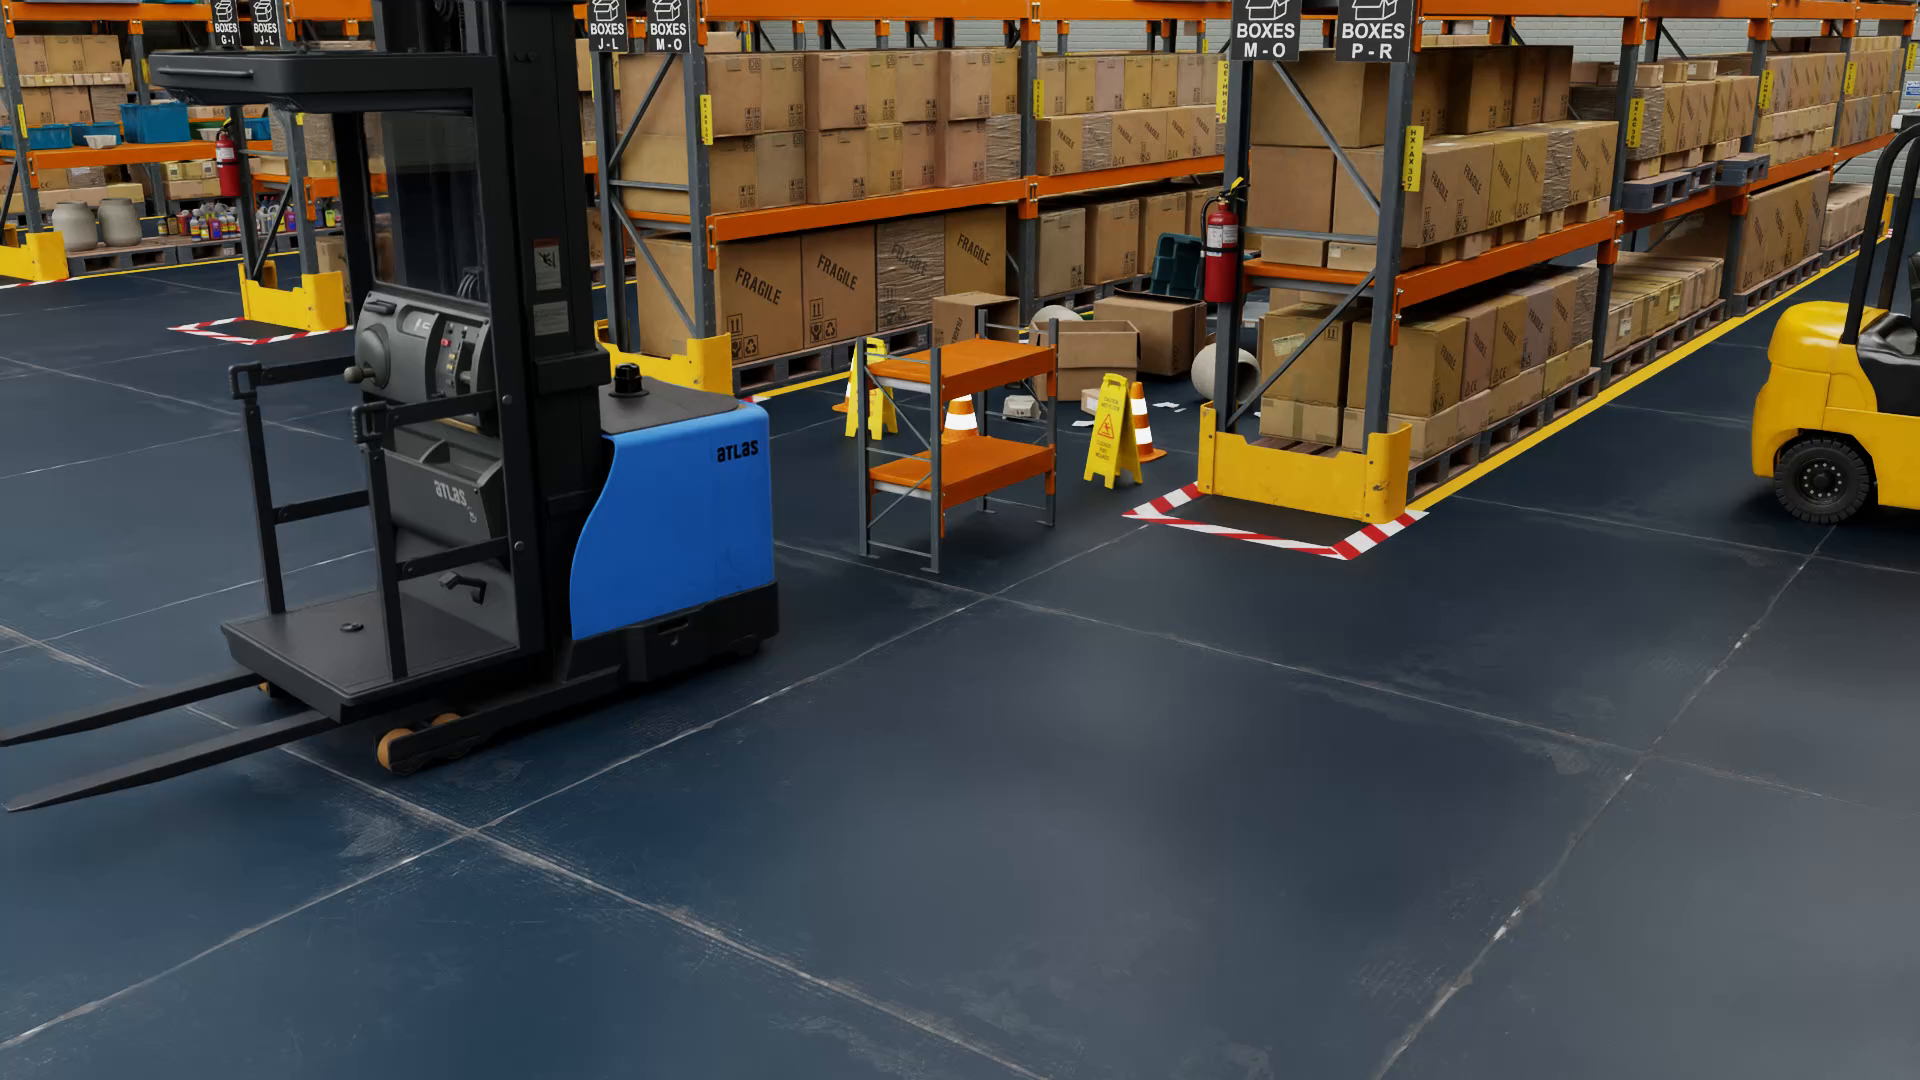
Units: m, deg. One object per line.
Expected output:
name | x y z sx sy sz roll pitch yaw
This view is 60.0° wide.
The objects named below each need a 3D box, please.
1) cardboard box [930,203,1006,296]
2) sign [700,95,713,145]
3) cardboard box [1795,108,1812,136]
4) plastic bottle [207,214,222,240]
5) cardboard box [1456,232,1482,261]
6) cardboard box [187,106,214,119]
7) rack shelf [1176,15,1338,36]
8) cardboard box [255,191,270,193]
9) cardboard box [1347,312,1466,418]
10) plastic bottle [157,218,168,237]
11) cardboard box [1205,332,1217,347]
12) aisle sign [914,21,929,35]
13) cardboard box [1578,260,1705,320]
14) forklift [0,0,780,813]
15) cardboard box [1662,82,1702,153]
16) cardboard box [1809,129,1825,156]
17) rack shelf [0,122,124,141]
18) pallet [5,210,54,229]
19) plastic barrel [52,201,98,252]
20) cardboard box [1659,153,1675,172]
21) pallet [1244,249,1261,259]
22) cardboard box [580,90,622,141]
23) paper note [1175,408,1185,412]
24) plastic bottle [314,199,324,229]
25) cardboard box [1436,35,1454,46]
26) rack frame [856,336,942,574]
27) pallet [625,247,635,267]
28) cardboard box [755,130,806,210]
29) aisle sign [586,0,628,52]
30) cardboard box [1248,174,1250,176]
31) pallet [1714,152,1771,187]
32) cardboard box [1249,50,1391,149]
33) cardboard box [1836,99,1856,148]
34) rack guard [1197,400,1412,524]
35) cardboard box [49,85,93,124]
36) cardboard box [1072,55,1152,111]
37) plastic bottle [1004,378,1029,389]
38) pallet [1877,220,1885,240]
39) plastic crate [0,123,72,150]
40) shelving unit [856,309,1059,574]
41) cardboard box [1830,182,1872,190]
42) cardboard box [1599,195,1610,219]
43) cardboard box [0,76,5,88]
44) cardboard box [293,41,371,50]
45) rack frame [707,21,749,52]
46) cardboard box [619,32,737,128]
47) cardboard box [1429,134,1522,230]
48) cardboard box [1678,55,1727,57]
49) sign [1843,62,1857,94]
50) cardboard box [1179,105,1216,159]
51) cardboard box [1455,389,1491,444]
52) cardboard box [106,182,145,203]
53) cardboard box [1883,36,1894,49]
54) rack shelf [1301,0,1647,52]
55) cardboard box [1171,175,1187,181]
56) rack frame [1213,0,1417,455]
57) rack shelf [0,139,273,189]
cardboard box | -0.203 -2.488 14.574 0.875 0.875 0.875 13 21 36
sign | -1.713 -2.839 11.235 0.100 0.325 0.005 12 21 35
cardboard box | 8.076 -4.144 16.441 0.500 0.250 0.500 13 21 36
plastic bottle | -8.576 -3.603 19.128 0.061 0.283 0.133 13 21 36
cardboard box | 2.799 -1.725 9.664 0.380 0.149 0.250 13 21 36
cardboard box | -10.957 -6.147 23.904 0.380 0.149 0.250 12 21 35
rack shelf | 3.803 -5.958 19.027 1.077 0.370 4.000 12 21 35
cardboard box | -10.597 -5.277 24.607 0.500 0.250 0.500 12 21 33
cardboard box | 2.597 -1.031 9.670 0.500 0.500 0.500 12 21 33
plastic bottle | -9.314 -3.652 19.421 0.097 0.201 0.097 0 17 0
cardboard box | 2.054 -1.469 13.026 0.258 0.266 0.396 -1 17 -3
aisle sign | -0.719 -9.385 29.524 0.394 0.787 0.004 12 21 35
cardboard box | 5.869 -2.178 14.421 0.950 0.372 0.625 12 21 34
forklift | -2.175 -0.722 6.125 1.130 2.935 3.031 16 24 42
cardboard box | 5.377 -3.275 12.855 0.500 0.500 0.500 12 21 34
cardboard box | 8.661 -4.151 17.305 0.500 0.250 0.500 12 21 34
rack shelf | -12.840 -5.272 21.876 1.077 0.370 4.000 12 21 35
pallet | -12.883 -4.286 22.191 1.003 0.211 1.213 12 21 35
plastic barrel | -9.726 -3.446 18.269 0.421 0.512 0.421 0 17 0
cardboard box | 5.297 -2.939 12.864 0.380 0.149 0.250 13 21 36
pallet | 3.078 -3.247 18.843 1.003 0.211 1.213 12 21 35
cardboard box | -4.013 -4.434 17.294 0.875 0.500 0.500 12 21 35
paper note | 1.544 -0.911 11.659 0.032 0.001 0.123 12 21 35
plastic bottle | -7.825 -3.956 20.151 0.144 0.351 0.185 12 21 33
cardboard box | 6.081 -6.318 21.674 0.500 0.500 0.500 13 21 36
rack frame | -0.299 -0.418 8.192 0.500 1.125 0.032 12 21 35
pallet | -3.233 -3.195 18.675 1.003 0.211 1.213 12 21 35
cardboard box | -1.660 -2.790 12.418 0.875 0.550 0.550 12 21 35
aisle sign | -2.439 -3.765 11.426 0.394 0.787 0.004 12 21 35
cardboard box | 3.519 -4.000 18.809 0.500 0.250 0.500 12 21 34
pallet | 6.308 -3.262 14.513 1.213 0.211 1.003 12 21 35
cardboard box | 2.009 -2.464 9.265 0.700 0.500 0.500 12 21 33
cardboard box | 9.520 -4.608 18.356 0.500 0.500 0.500 13 22 36
rack guard | 1.925 -0.461 9.385 1.175 0.500 0.348 12 21 35
cardboard box | -12.217 -5.906 22.536 0.700 0.500 0.500 12 21 34
cardboard box | 1.427 -4.448 16.154 0.700 0.500 0.500 12 21 34
plastic bottle | 0.433 -1.192 12.479 0.133 0.061 0.283 5 18 16
pallet | 11.000 -3.911 20.984 1.003 0.211 1.213 12 21 35
plastic crate | -9.998 -4.364 17.990 0.499 0.251 0.616 12 21 35
shelving unit | 0.004 -0.539 8.582 0.538 1.125 1.048 12 21 35
cardboard box | 11.101 -4.250 20.982 0.875 0.438 0.875 12 21 33
cardboard box | 4.317 -2.339 11.641 0.380 0.149 0.250 12 21 34
cardboard box | -12.552 -5.981 21.683 0.380 0.149 0.250 13 22 36
cardboard box | -5.532 -4.138 14.655 0.500 0.500 0.500 12 21 35
rack frame | -4.499 -8.950 32.507 1.000 3.000 0.127 12 21 35
cardboard box | -3.109 -4.992 18.042 1.000 1.000 1.000 13 21 35
cardboard box | 2.994 -2.136 9.893 0.500 0.500 0.500 12 21 34
cardboard box | 7.044 -4.360 15.872 0.500 0.500 0.500 13 21 36
sign | 9.472 -4.916 17.699 0.100 0.325 0.005 12 21 35
cardboard box | 2.260 -4.167 16.936 0.500 0.500 0.500 12 21 35
cardboard box | 2.893 -0.788 10.150 0.500 0.250 0.500 13 22 37
cardboard box | -11.750 -4.830 23.169 0.500 0.250 0.500 12 21 35
cardboard box | 10.959 -5.968 19.955 0.380 0.149 0.250 13 21 36
rack shelf | 3.072 -3.202 10.152 1.077 0.370 4.000 12 21 35
cardboard box | 3.138 -6.218 26.583 0.875 0.875 0.875 12 21 35
rack frame | 1.880 -1.637 8.956 1.000 3.000 0.127 12 21 35
rack shelf | -8.865 -4.396 19.054 1.077 0.370 4.000 12 21 35
